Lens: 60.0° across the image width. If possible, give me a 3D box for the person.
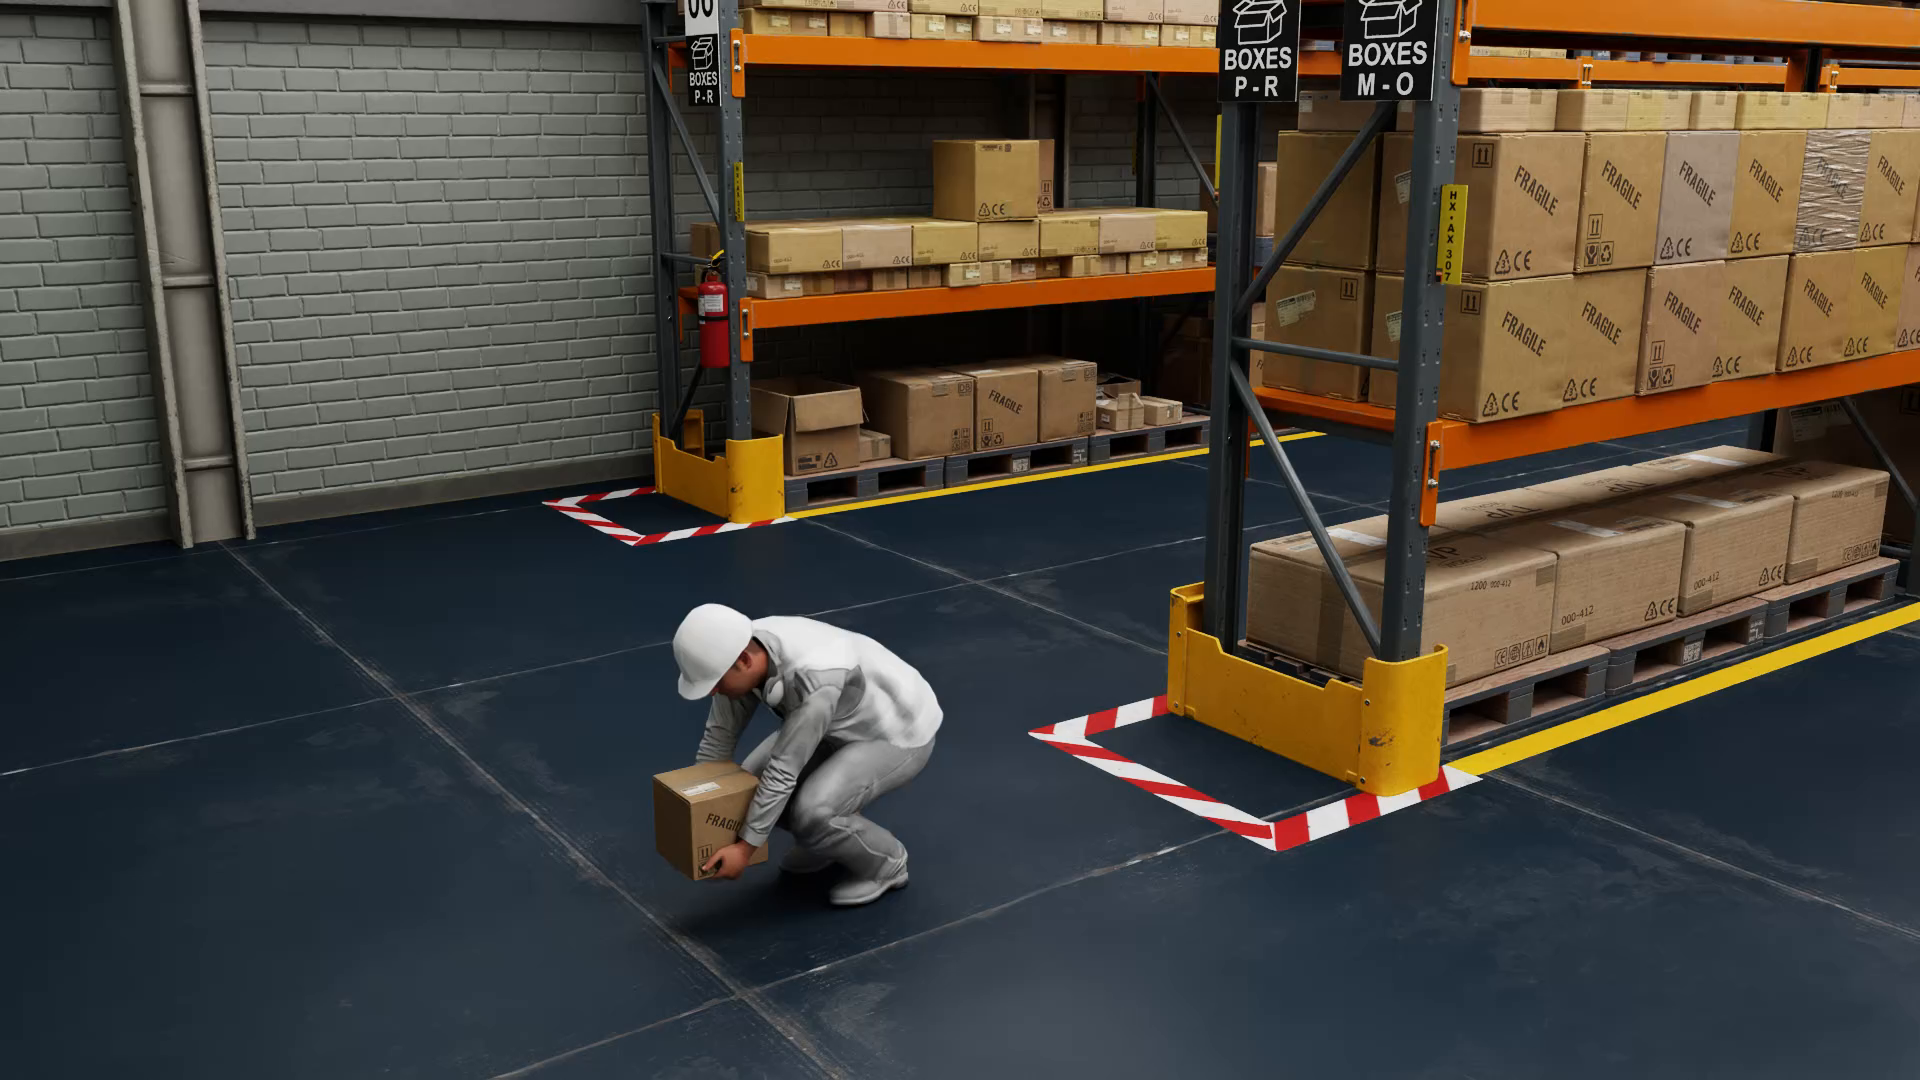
[{"bbox_3d":[-0.473,0.618,5.106,0.891,1.010,0.512,-11,18,-36],"label":"person"}]
